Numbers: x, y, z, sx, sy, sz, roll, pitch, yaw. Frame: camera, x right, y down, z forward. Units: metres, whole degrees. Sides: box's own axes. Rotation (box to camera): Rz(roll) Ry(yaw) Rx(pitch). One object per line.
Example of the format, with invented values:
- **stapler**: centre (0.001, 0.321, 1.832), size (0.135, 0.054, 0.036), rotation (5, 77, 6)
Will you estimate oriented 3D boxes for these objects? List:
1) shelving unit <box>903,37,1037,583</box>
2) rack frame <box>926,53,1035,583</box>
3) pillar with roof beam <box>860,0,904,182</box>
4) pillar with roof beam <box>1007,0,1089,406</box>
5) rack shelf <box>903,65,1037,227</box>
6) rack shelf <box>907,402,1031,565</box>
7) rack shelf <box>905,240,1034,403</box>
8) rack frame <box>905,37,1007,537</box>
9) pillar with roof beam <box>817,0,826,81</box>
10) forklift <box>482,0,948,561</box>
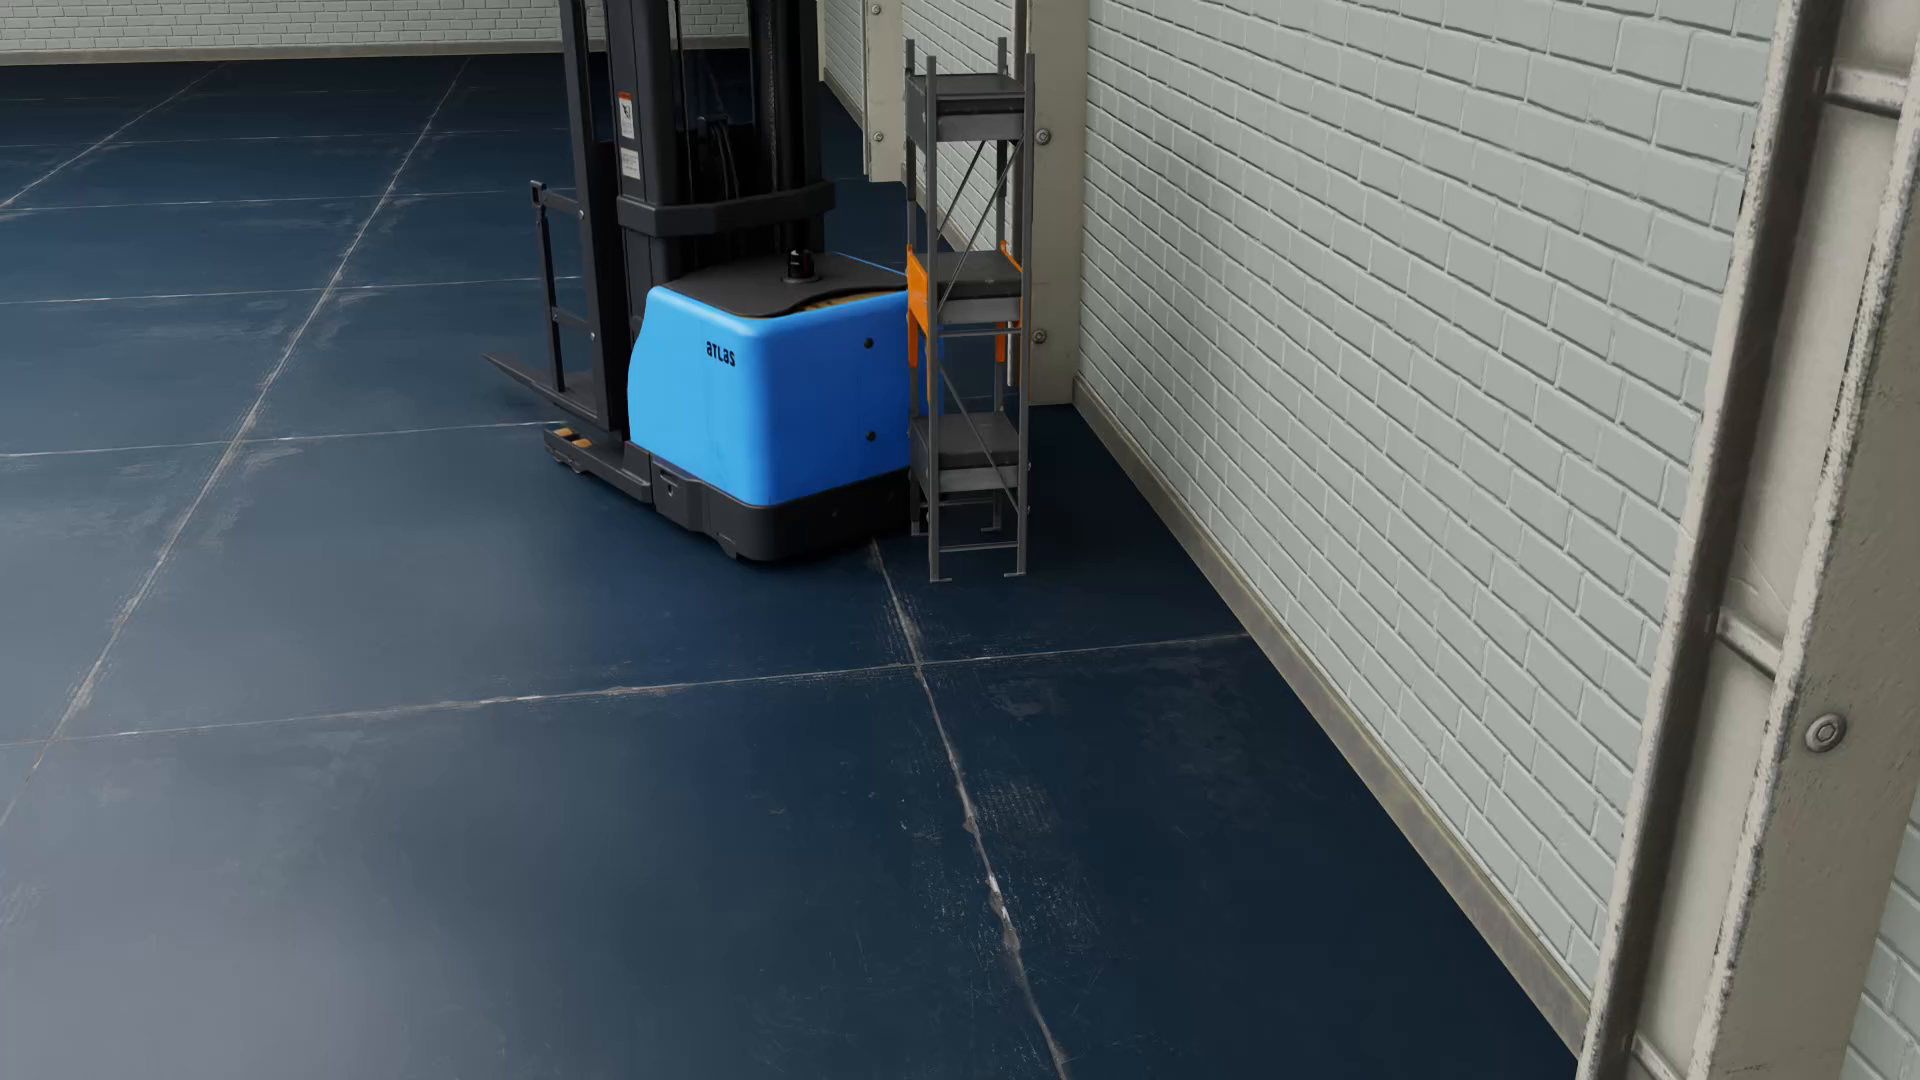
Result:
- **shelving unit**: centre (0.031, -0.897, 6.681), size (0.431, 2.100, 0.503), rotation (-4, 24, -10)
- **rack frame**: centre (0.076, -0.801, 6.461), size (0.400, 2.100, 0.015), rotation (-4, 24, -10)
- **pillar with roof beam**: centre (-4.890, -6.970, 11.967), size (9.100, 9.000, 0.400), rotation (-4, 24, -10)
- **pillar with roof beam**: centre (-3.780, -4.610, 6.563), size (9.100, 9.000, 0.400), rotation (-4, 24, -10)
- **rack shelf**: centre (0.031, -1.526, 6.406), size (0.431, 0.518, 0.480), rotation (-4, 24, -10)
- **rack shelf**: centre (0.031, -0.243, 6.966), size (0.431, 0.518, 0.480), rotation (-4, 24, -10)
- **rack shelf**: centre (0.031, -0.885, 6.686), size (0.431, 0.518, 0.480), rotation (-4, 24, -10)
- **rack frame**: centre (-0.014, -0.993, 6.900), size (0.400, 2.100, 0.015), rotation (-4, 24, -10)
- **pillar with roof beam**: centre (-5.999, -9.330, 17.370), size (9.100, 9.000, 0.400), rotation (-4, 24, -10)
- **forklift**: centre (-1.376, -1.774, 7.649), size (1.130, 2.935, 3.031), rotation (-18, 29, -36)
